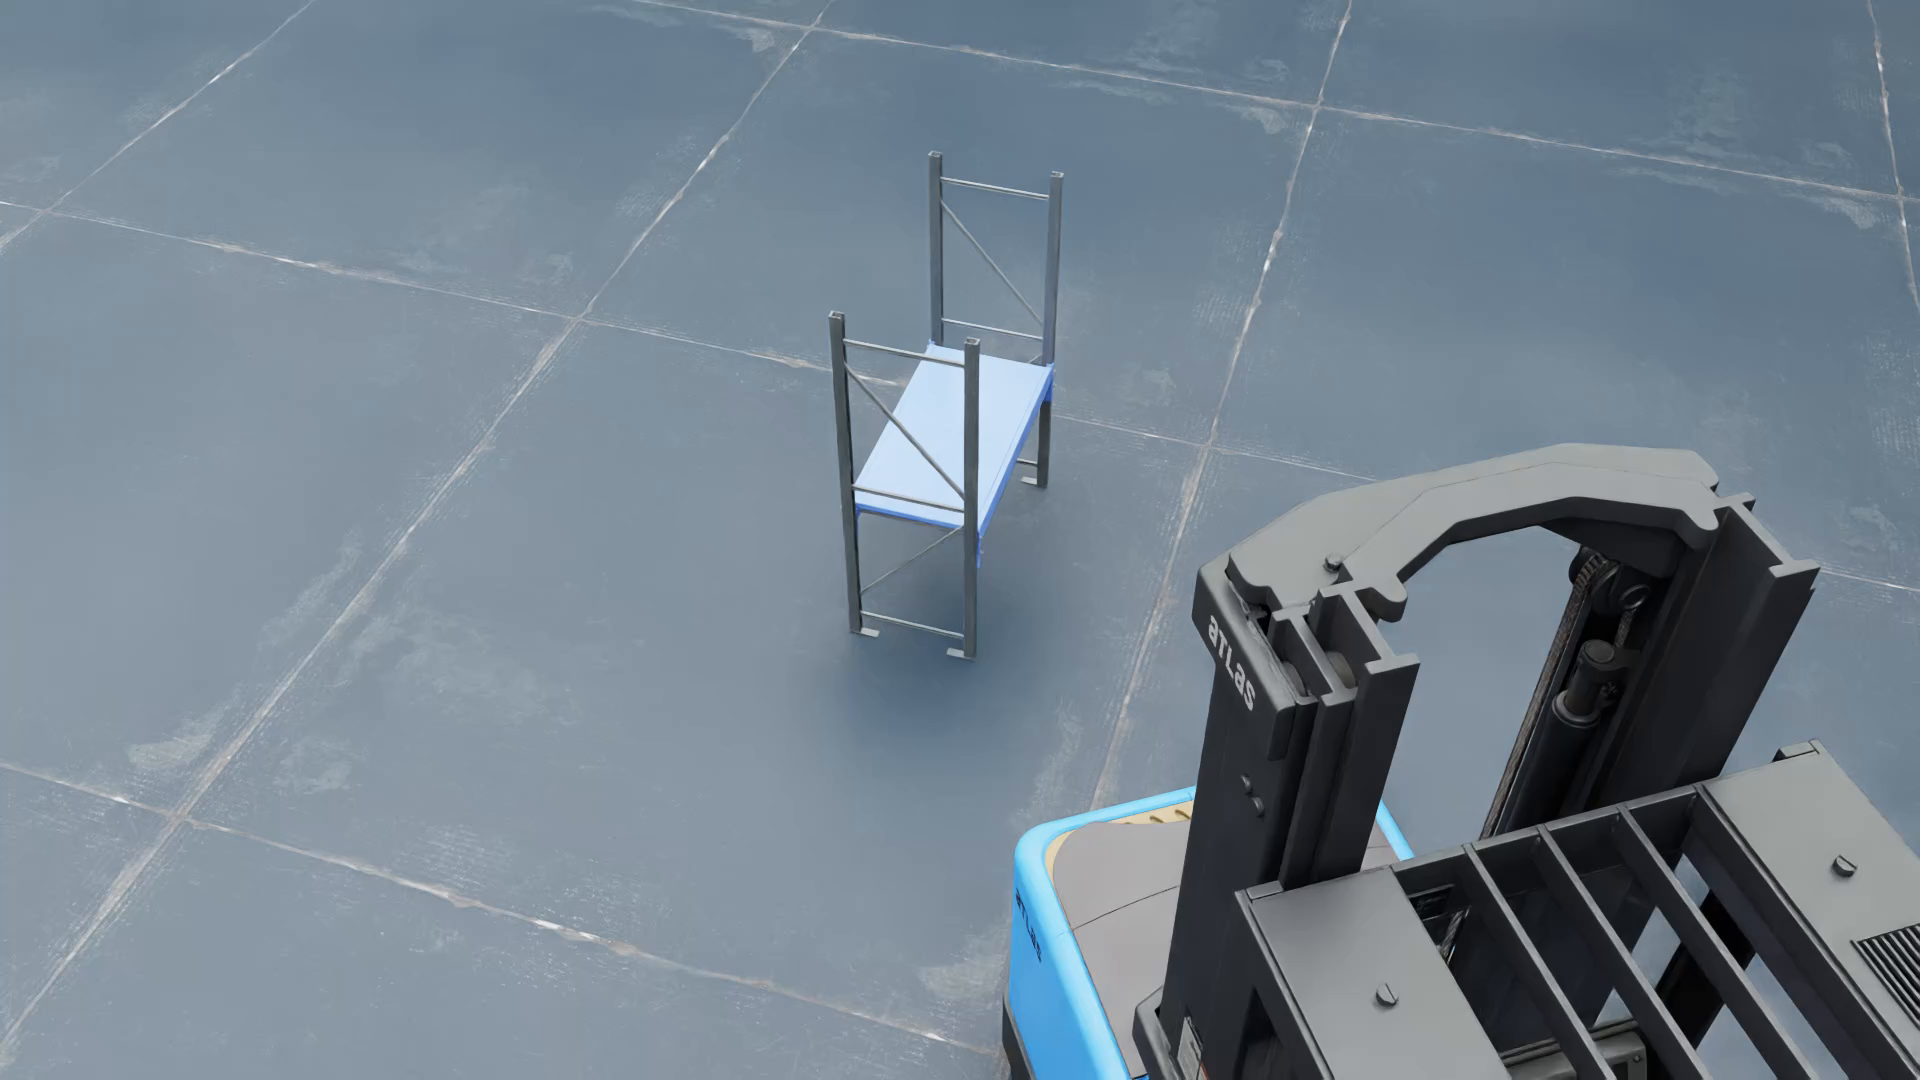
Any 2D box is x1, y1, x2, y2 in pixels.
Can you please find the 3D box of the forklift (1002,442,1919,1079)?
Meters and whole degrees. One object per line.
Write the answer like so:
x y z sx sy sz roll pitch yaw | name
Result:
1.038 1.386 3.238 1.130 2.935 3.031 -12 46 -12 | forklift

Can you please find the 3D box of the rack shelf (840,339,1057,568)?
-0.026 -0.351 6.293 0.538 0.185 1.000 13 46 12 | rack shelf

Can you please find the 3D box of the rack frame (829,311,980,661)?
-0.180 -0.140 5.821 0.500 1.500 0.032 13 46 12 | rack frame

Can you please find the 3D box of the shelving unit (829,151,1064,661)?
-0.026 -0.479 6.167 0.538 1.500 1.048 13 46 12 | shelving unit

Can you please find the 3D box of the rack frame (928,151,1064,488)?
0.128 -0.818 6.514 0.500 1.500 0.032 13 46 12 | rack frame
